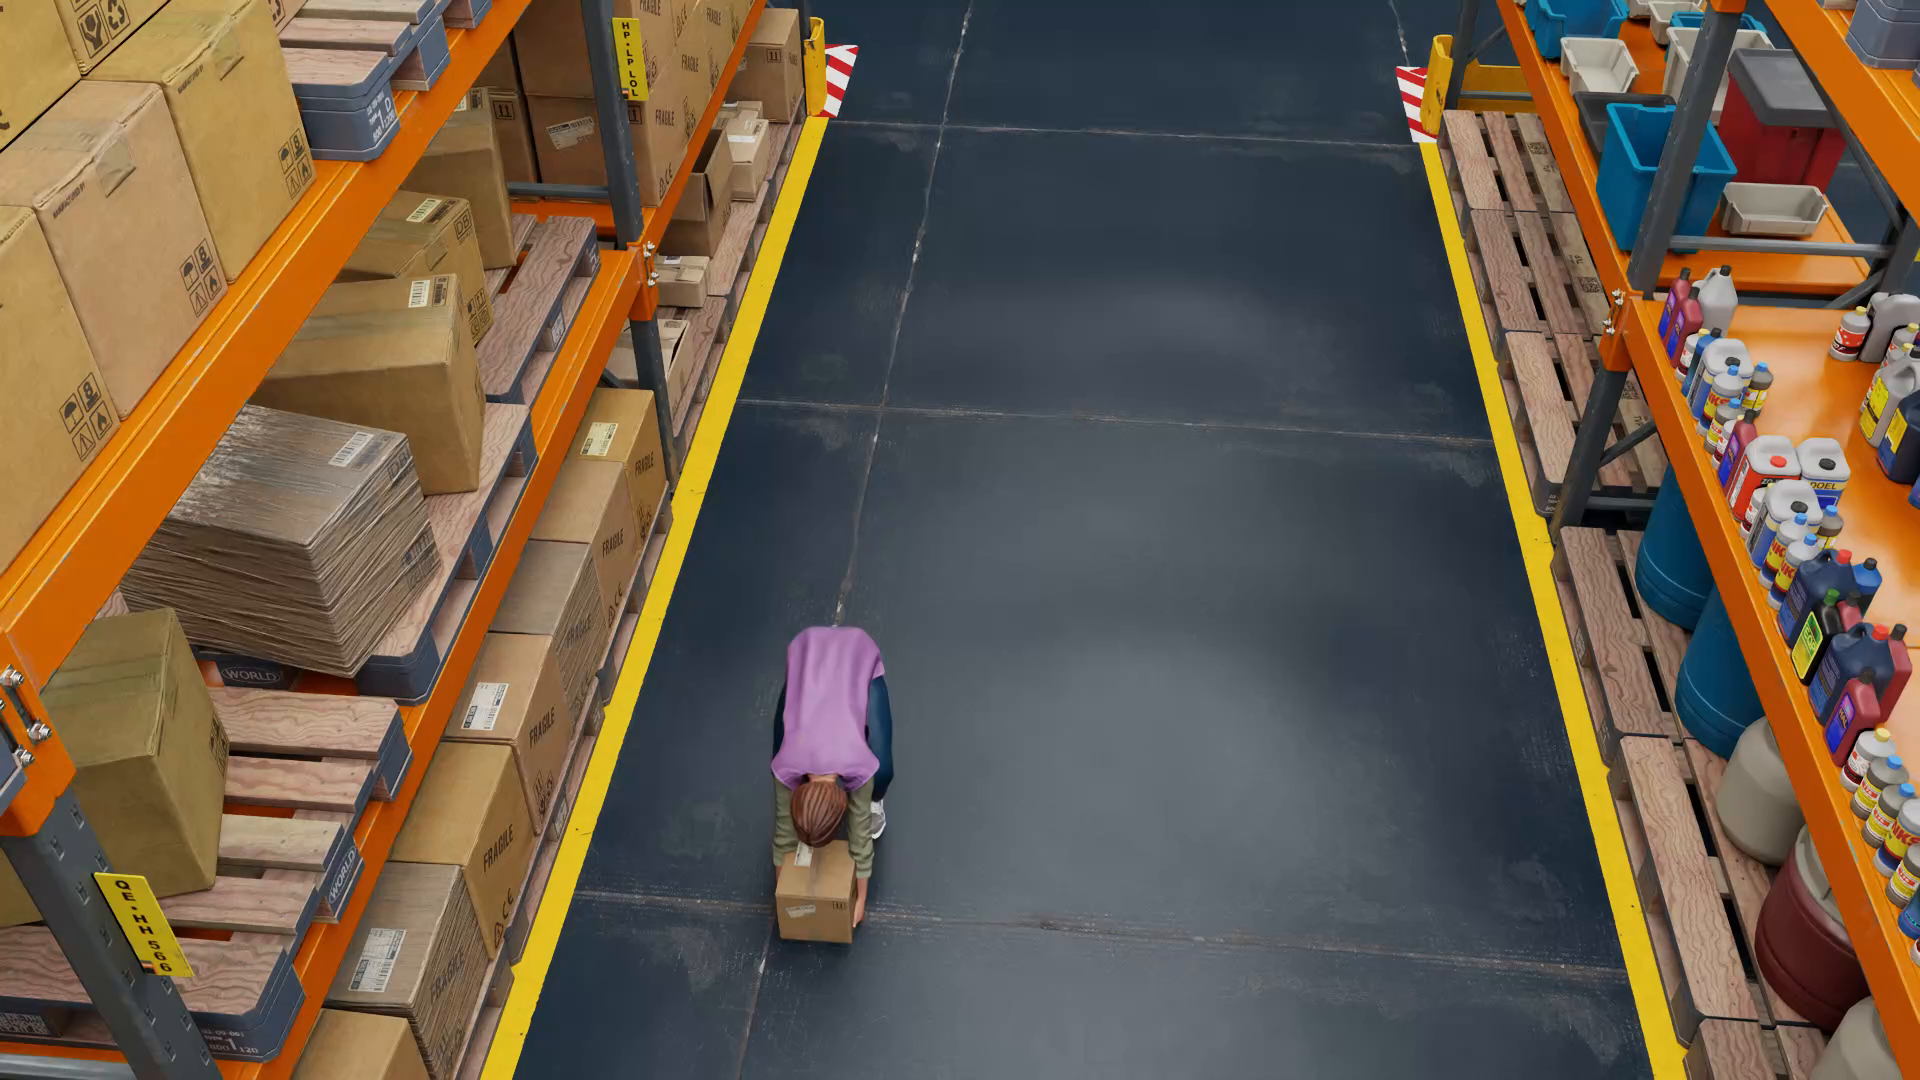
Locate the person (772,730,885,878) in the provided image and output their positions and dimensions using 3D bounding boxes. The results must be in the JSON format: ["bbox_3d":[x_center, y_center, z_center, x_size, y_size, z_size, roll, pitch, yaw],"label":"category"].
[{"bbox_3d":[-0.456,0.776,5.885,0.360,0.782,0.716,2,41,2],"label":"person"}]
